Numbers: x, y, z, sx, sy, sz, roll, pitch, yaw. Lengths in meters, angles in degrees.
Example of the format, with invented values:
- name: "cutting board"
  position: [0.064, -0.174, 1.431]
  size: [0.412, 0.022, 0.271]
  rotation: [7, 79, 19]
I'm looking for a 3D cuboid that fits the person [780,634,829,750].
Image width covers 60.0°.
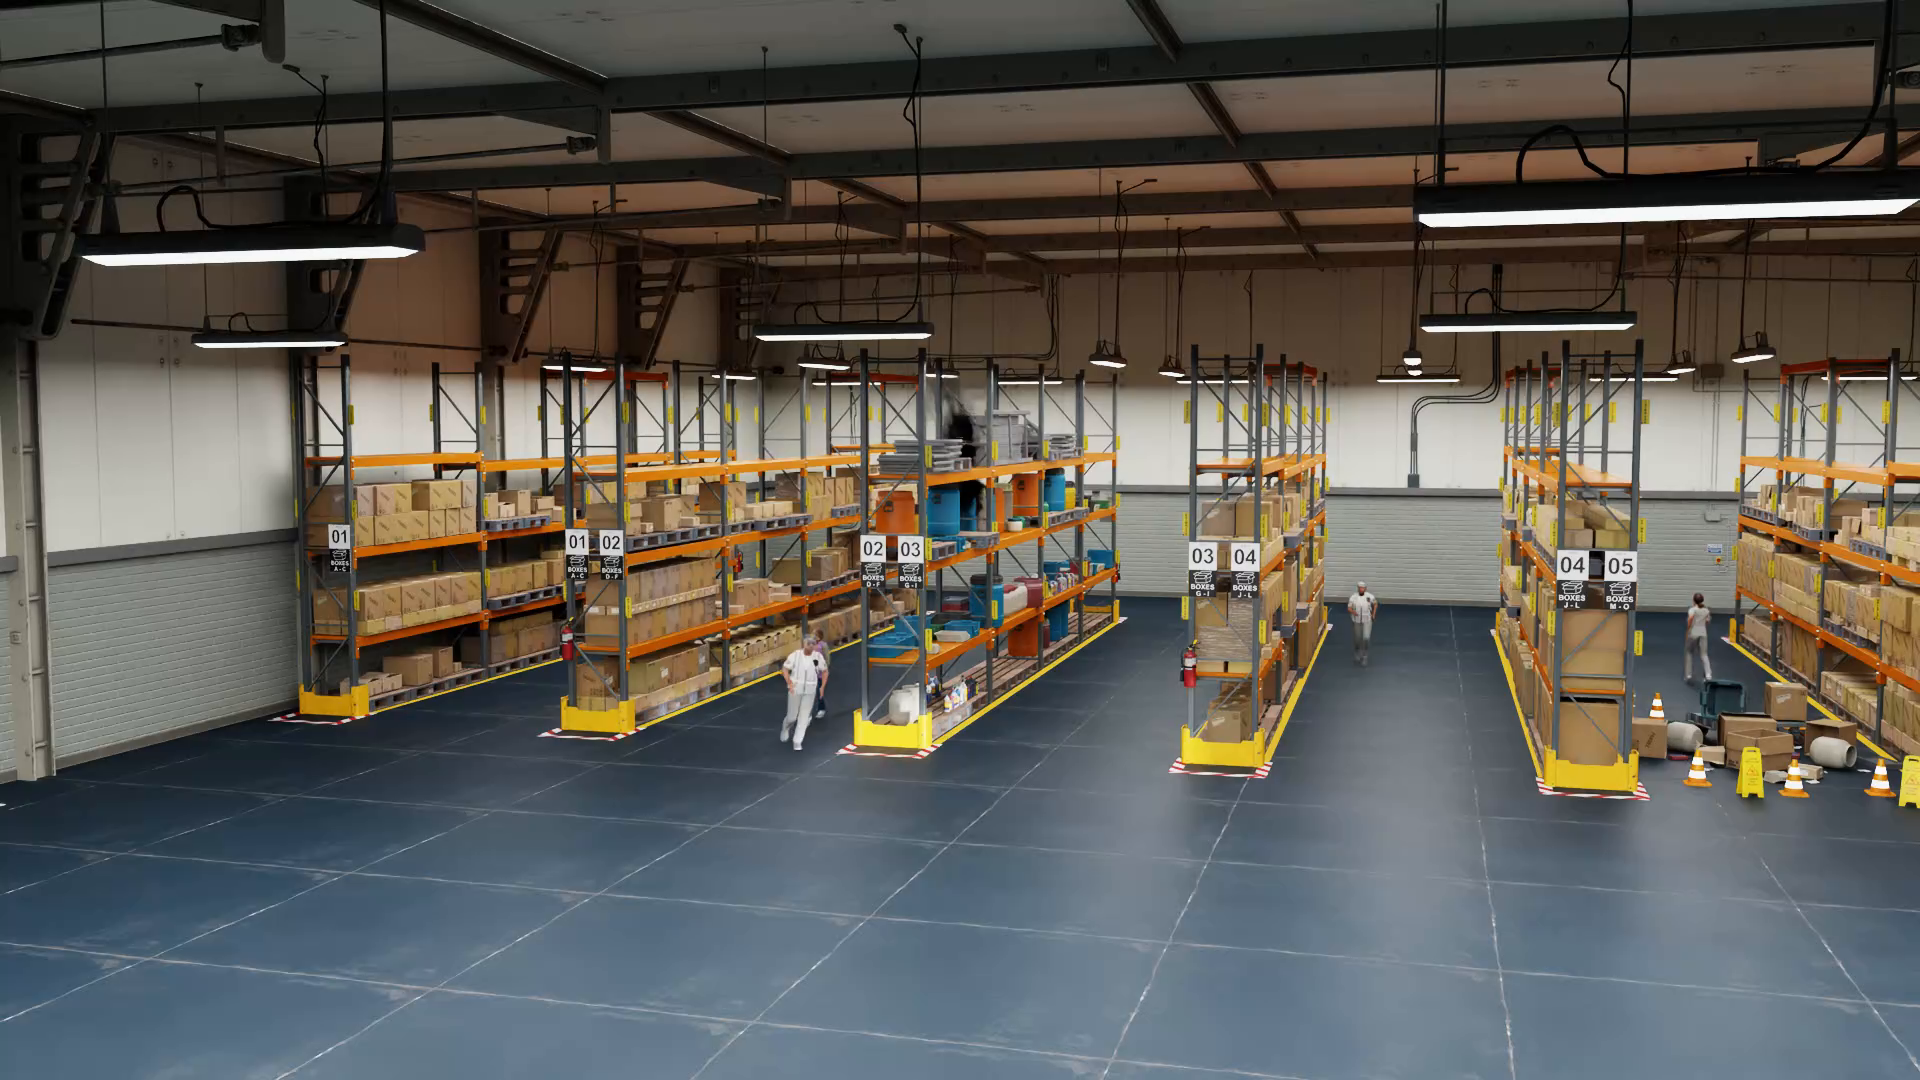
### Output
- name: "person"
  position: [-2.335, 2.258, 25.101]
  size: [0.717, 1.725, 0.744]
  rotation: [-1, 4, -12]

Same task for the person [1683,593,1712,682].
- name: "person"
  position: [13.679, 1.835, 30.824]
  size: [0.543, 1.697, 0.909]
  rotation: [0, 4, 0]

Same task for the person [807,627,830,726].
- name: "person"
  position: [-2.302, 2.219, 26.970]
  size: [0.565, 1.643, 0.720]
  rotation: [2, 5, 25]

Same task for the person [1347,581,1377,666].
- name: "person"
  position: [8.088, 1.682, 33.487]
  size: [0.557, 1.715, 0.760]
  rotation: [2, 5, 21]
